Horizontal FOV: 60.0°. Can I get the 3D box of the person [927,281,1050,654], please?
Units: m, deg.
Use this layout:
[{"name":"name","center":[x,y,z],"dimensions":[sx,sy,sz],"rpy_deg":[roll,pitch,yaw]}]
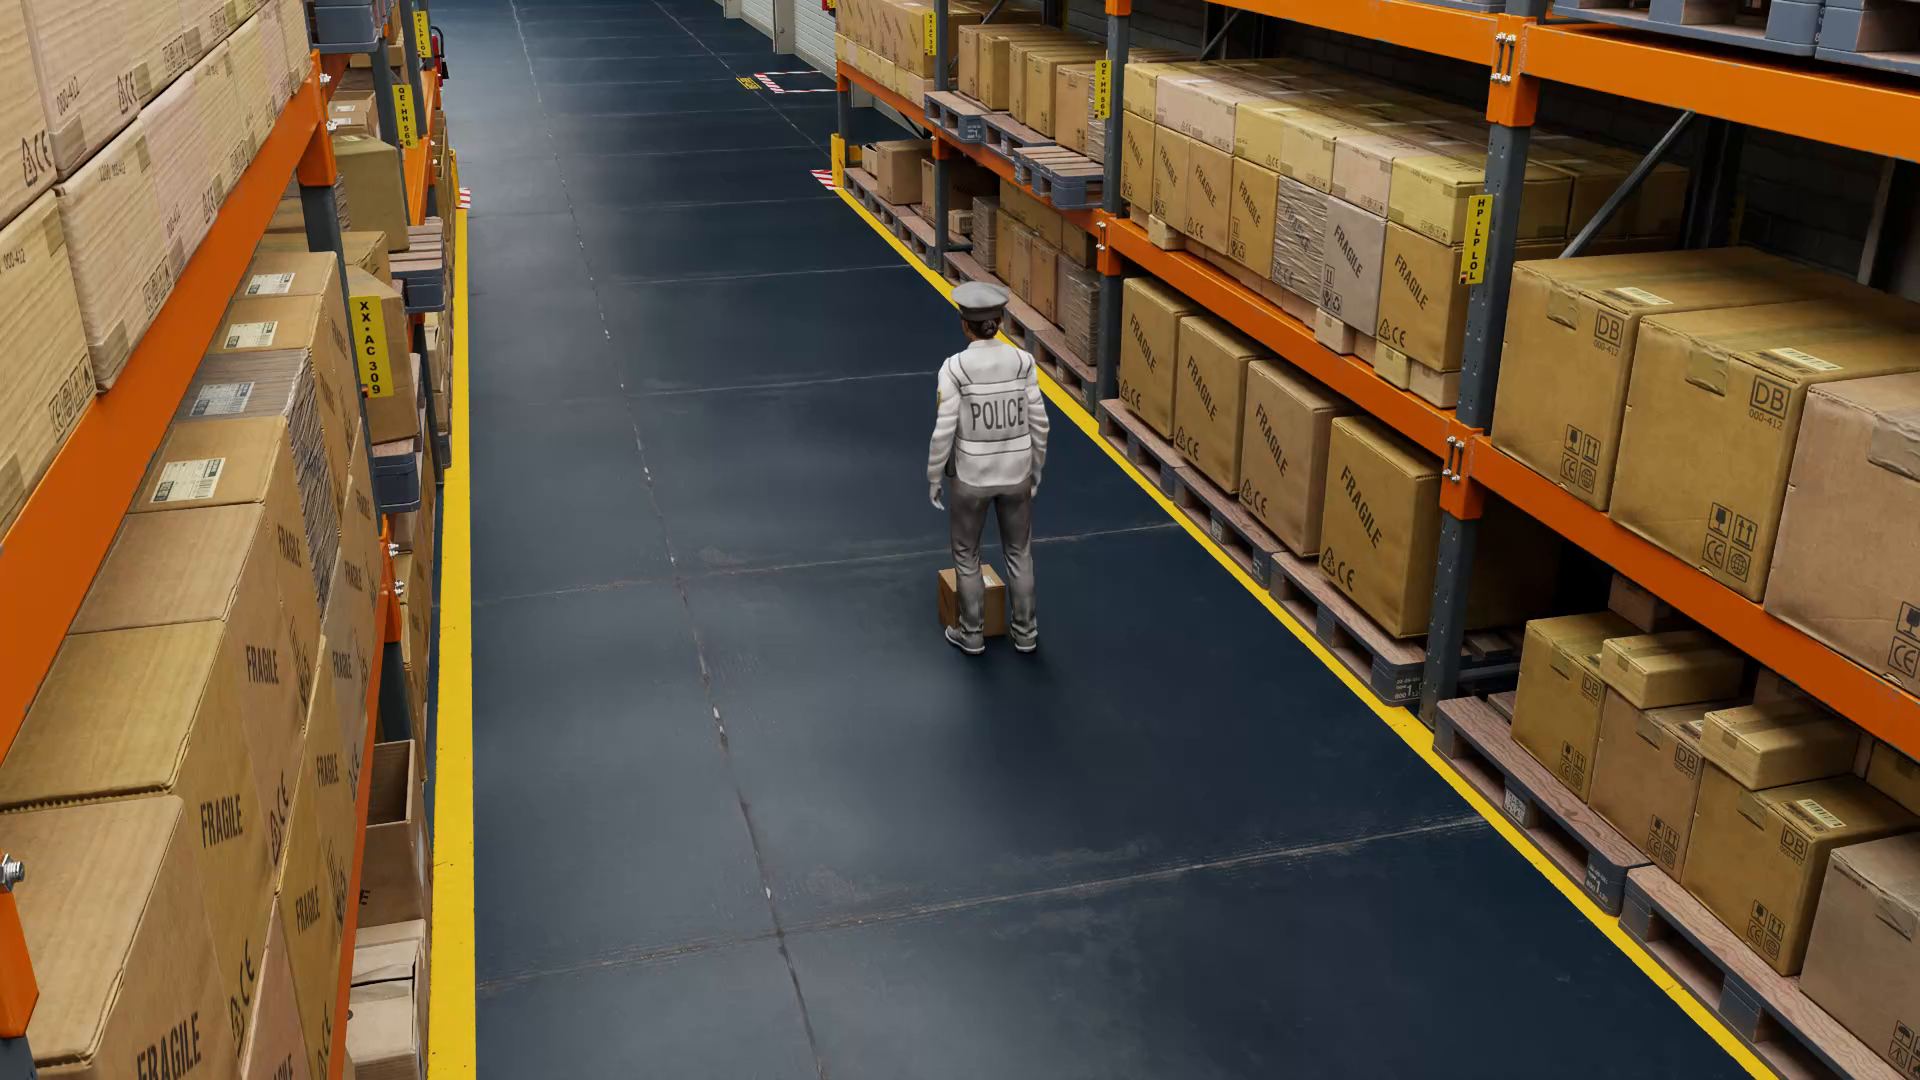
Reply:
[{"name":"person","center":[0.115,-0.278,7.243],"dimensions":[0.540,1.663,0.405],"rpy_deg":[-7,24,-16]}]
